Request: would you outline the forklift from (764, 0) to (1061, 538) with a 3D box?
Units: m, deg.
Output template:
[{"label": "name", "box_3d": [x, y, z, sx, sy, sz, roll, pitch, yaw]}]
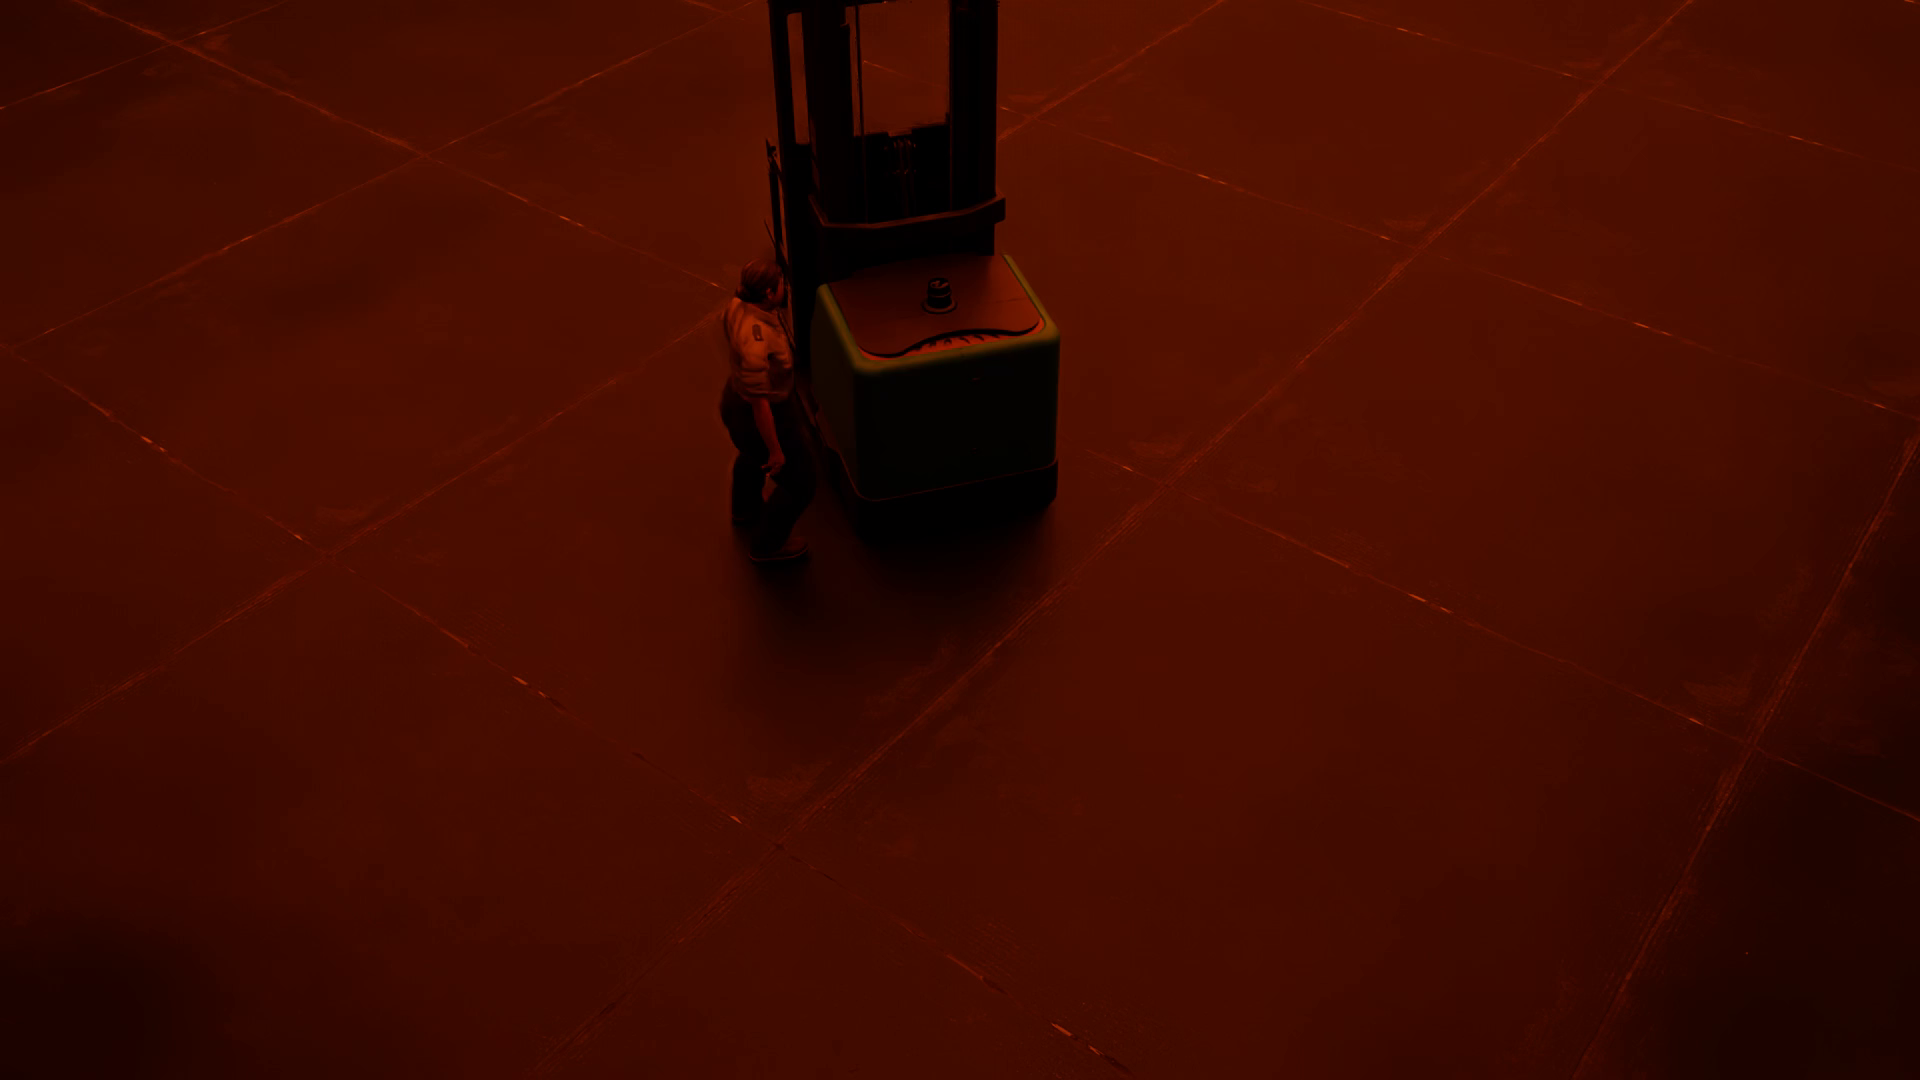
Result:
[{"label": "forklift", "box_3d": [-0.435, -2.089, 8.525, 1.130, 2.935, 3.031, -12, 42, -13]}]

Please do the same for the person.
[{"label": "person", "box_3d": [-0.923, -0.613, 7.799, 0.383, 1.628, 0.740, -13, 42, -15]}]
